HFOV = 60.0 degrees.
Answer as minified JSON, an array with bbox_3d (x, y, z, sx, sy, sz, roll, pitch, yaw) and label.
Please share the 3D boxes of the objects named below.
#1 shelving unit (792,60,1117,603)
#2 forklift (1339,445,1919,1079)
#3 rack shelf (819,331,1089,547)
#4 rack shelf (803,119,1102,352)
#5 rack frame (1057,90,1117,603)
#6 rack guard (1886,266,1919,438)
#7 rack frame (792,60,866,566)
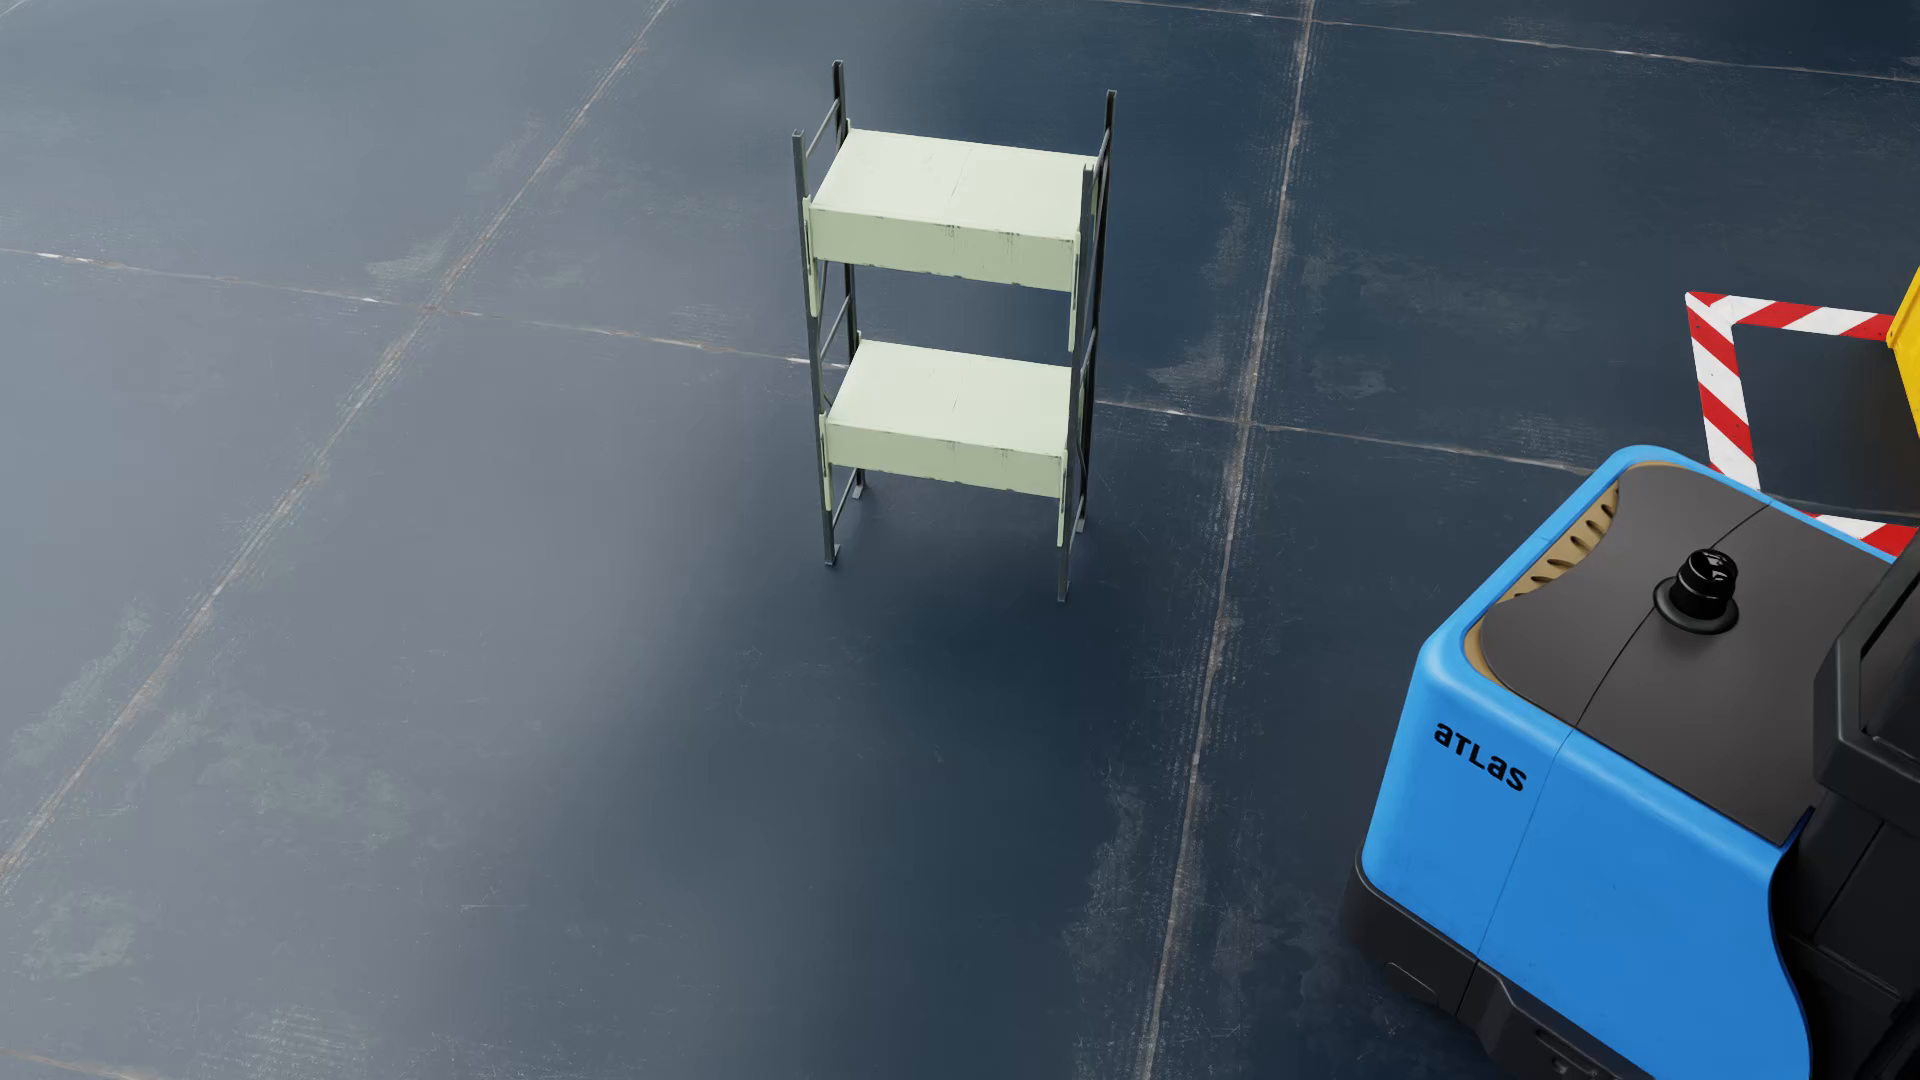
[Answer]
[{"bbox_3d":[-0.007,-0.541,4.731,0.755,1.500,0.431,9,45,9],"label":"shelving unit"},{"bbox_3d":[2.367,0.409,2.712,3.031,2.935,1.130,33,53,30],"label":"forklift"},{"bbox_3d":[-0.007,-0.306,4.957,0.720,0.370,0.431,9,45,9],"label":"rack shelf"},{"bbox_3d":[-0.007,-0.823,4.460,0.720,0.370,0.431,9,45,9],"label":"rack shelf"},{"bbox_3d":[0.351,-0.486,4.673,0.023,1.500,0.400,9,45,9],"label":"rack frame"},{"bbox_3d":[3.400,-0.531,5.441,0.348,0.500,1.175,9,45,9],"label":"rack guard"},{"bbox_3d":[-0.364,-0.597,4.789,0.023,1.500,0.400,9,45,9],"label":"rack frame"}]
